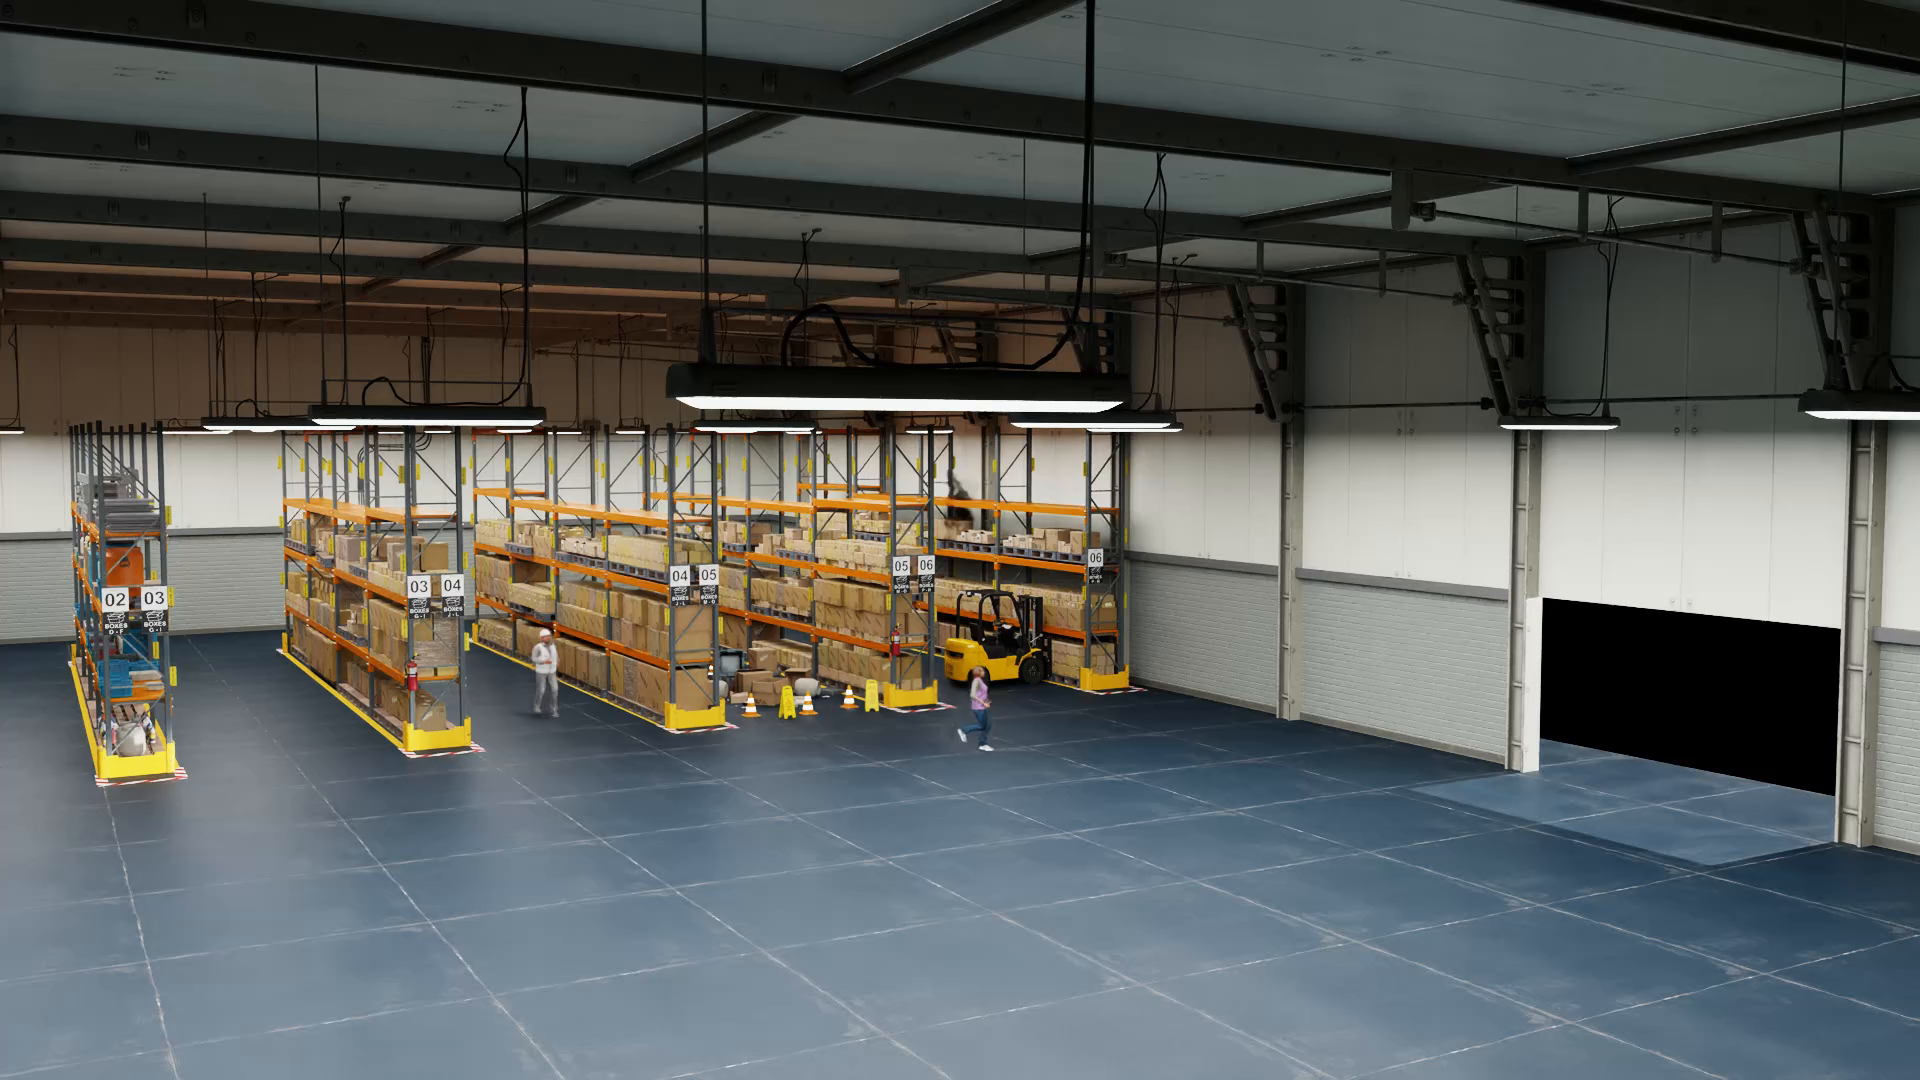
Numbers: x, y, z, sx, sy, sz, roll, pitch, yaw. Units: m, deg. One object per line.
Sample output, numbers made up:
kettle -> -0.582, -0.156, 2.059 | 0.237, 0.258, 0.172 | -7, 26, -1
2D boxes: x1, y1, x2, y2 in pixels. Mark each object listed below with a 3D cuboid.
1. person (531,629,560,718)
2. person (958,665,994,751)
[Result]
person -> -8.488, 2.745, 34.097 | 0.673, 1.855, 0.760 | -3, 5, -40
person -> 0.299, 3.070, 30.391 | 0.658, 1.567, 0.546 | 1, 4, 12
